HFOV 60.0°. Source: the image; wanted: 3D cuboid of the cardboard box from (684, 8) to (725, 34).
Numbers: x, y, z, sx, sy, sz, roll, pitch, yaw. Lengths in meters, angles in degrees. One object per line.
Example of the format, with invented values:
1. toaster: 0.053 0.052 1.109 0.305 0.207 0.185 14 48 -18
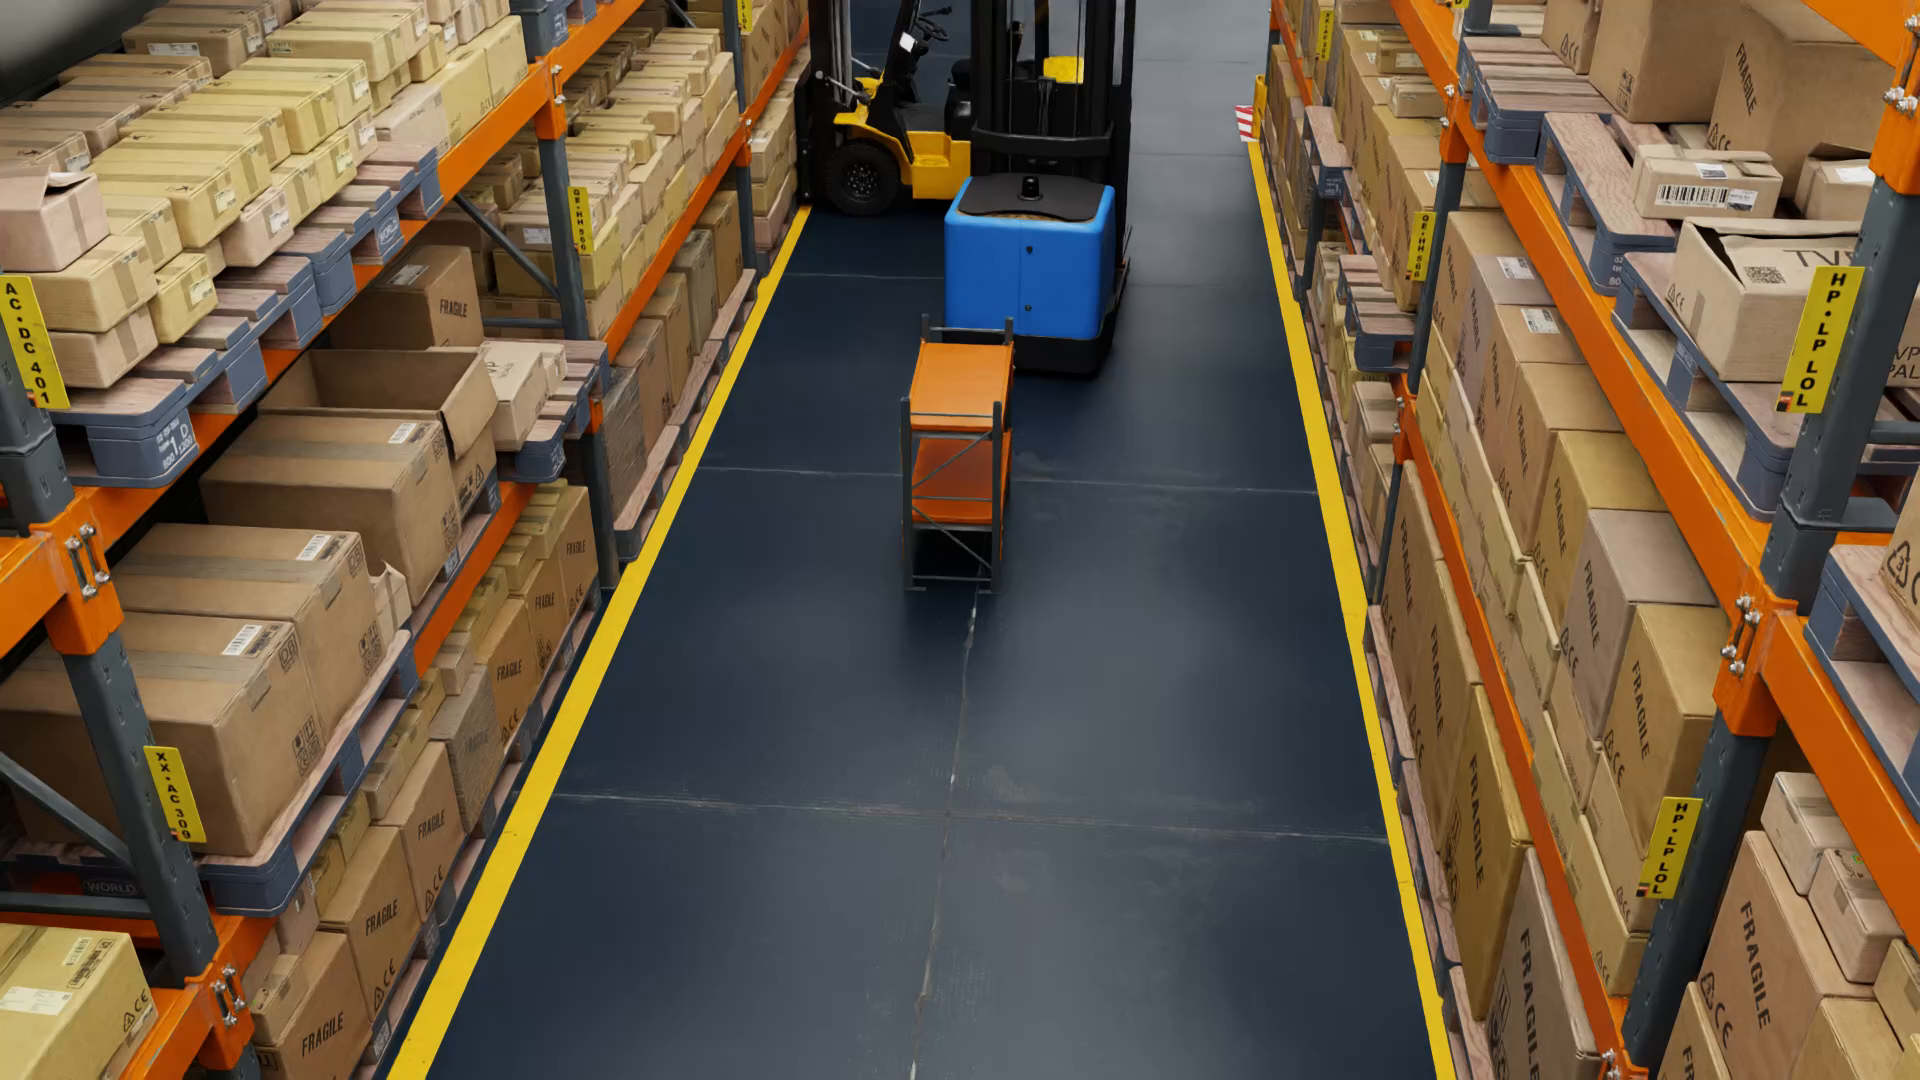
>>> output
1. cardboard box: -1.708 -3.624 11.559 0.380 0.149 0.250 2 32 3

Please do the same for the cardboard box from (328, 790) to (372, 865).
1. cardboard box: -2.389 1.039 6.069 0.380 0.149 0.250 2 32 3

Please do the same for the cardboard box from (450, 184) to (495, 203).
1. cardboard box: -2.587 -1.698 8.432 0.380 0.149 0.250 3 32 5

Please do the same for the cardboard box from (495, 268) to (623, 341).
1. cardboard box: -2.042 -1.216 8.508 0.500 0.250 0.500 3 32 4

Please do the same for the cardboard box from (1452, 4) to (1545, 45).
1. cardboard box: 2.454 -2.323 7.540 0.380 0.149 0.250 2 32 4

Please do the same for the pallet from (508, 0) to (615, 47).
1. pallet: -2.355 -2.614 7.953 1.213 0.211 1.003 4 32 6

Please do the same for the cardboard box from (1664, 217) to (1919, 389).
1. cardboard box: 2.163 -0.645 4.262 0.500 0.311 0.500 2 32 4

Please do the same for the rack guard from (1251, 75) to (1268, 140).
1. rack guard: 3.271 -3.928 15.147 1.175 0.500 0.348 2 32 4

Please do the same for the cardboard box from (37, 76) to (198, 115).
1. cardboard box: -2.583 -1.321 5.135 0.380 0.149 0.250 3 32 4

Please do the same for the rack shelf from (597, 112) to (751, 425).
1. rack shelf: -2.159 -1.798 9.994 1.077 0.370 4.000 2 32 4

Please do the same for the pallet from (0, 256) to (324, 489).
1. pallet: -2.524 -0.502 4.526 1.213 0.211 1.003 2 32 4

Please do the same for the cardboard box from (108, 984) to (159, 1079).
1. cardboard box: -2.421 1.317 4.493 0.380 0.149 0.250 3 32 5

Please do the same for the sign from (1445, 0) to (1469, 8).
1. sign: 2.085 -2.370 6.885 0.100 0.325 0.005 2 32 4

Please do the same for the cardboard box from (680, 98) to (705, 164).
1. cardboard box: -1.863 -2.495 10.106 0.500 0.250 0.500 3 32 5

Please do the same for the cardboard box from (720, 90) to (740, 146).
1. cardboard box: -1.776 -2.812 11.096 0.500 0.250 0.500 3 32 5

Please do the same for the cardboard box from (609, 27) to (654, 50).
1. cardboard box: -2.238 -3.294 11.023 0.380 0.149 0.250 2 32 3

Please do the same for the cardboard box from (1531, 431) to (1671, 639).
1. cardboard box: 2.182 -0.005 5.350 0.500 0.500 0.500 3 32 5

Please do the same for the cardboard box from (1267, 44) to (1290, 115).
1. cardboard box: 2.935 -3.937 14.285 0.500 0.500 0.500 1 32 2

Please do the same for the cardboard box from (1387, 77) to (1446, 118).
1. cardboard box: 2.478 -2.340 8.791 0.380 0.149 0.250 1 32 2

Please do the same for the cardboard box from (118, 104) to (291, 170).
1. cardboard box: -2.215 -1.168 4.887 0.380 0.149 0.250 3 32 5

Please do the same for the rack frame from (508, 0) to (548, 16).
1. rack frame: -2.322 -3.613 6.535 1.000 3.000 0.127 2 32 4

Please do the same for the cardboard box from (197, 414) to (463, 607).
1. cardboard box: -2.279 -0.113 6.079 0.700 0.500 0.500 2 32 4

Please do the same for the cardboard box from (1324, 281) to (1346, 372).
1. cardboard box: 2.856 -1.350 10.686 0.950 0.372 0.625 4 32 7

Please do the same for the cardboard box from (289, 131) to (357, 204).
1. cardboard box: -2.116 -1.164 5.165 0.380 0.149 0.250 3 32 5

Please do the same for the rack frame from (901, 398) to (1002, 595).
1. rack frame: -0.042 -0.210 8.518 0.500 1.125 0.032 2 32 4

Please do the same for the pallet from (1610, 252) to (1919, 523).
1. pallet: 2.326 -0.434 4.418 0.805 0.209 1.217 1 32 2

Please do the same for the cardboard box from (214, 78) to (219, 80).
1. cardboard box: -2.722 -1.597 5.886 0.380 0.149 0.250 2 32 3

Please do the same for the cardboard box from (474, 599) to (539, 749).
1. cardboard box: -2.233 0.592 7.413 0.500 0.500 0.500 4 32 6

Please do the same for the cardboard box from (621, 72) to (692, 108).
1. cardboard box: -1.851 -2.742 10.127 0.380 0.149 0.250 2 32 3

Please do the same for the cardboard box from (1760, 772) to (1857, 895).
1. cardboard box: 2.016 0.653 3.665 0.380 0.149 0.250 2 32 3

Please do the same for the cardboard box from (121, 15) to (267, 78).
1. cardboard box: -2.670 -1.722 5.806 0.380 0.149 0.250 2 32 4

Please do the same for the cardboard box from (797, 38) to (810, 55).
1. cardboard box: -1.433 -4.154 14.400 0.500 0.250 0.500 3 32 5

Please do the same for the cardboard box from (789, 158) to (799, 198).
1. cardboard box: -1.574 -2.933 13.370 0.500 0.250 0.500 3 32 5

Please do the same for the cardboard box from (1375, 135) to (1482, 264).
1. cardboard box: 2.417 -1.717 8.398 0.500 0.500 0.500 2 32 3

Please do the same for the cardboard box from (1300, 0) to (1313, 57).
1. cardboard box: 2.813 -3.893 12.330 0.500 0.500 0.500 3 32 5

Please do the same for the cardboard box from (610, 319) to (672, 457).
1. cardboard box: -2.212 -0.894 9.705 0.875 0.625 0.625 3 32 6

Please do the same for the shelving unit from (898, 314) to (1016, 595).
1. shelving unit: -0.001 -0.475 8.949 0.538 1.125 1.048 2 32 4

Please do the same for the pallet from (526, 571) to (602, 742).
1. pallet: -2.420 0.517 8.209 1.003 0.211 1.213 2 32 4

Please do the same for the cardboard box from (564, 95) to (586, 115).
1. cardboard box: -2.409 -2.499 9.733 0.380 0.149 0.250 3 32 4

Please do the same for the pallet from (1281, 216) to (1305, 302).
1. pallet: 2.971 -2.106 12.466 1.003 0.211 1.213 2 32 4

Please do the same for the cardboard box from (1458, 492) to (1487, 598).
1. cardboard box: 2.263 0.004 6.528 0.500 0.250 0.500 3 32 6

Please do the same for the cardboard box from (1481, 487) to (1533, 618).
1. cardboard box: 2.188 0.052 5.973 0.500 0.250 0.500 3 32 5

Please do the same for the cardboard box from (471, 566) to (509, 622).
1. cardboard box: -2.233 0.236 7.373 0.380 0.149 0.250 3 32 5

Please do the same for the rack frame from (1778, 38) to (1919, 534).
1. rack frame: 2.300 -1.311 2.800 1.000 3.000 0.127 2 32 4

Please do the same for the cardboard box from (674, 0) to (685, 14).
1. cardboard box: -2.210 -3.918 12.036 0.380 0.149 0.250 3 32 5

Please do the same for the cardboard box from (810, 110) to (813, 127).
1. cardboard box: -1.471 -3.662 14.078 0.500 0.250 0.500 2 32 3

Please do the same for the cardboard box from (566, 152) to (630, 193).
1. cardboard box: -1.978 -1.944 8.831 0.380 0.149 0.250 3 32 5

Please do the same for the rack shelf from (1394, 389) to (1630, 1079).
1. rack shelf: 2.463 0.503 6.260 1.077 0.370 4.000 2 32 4

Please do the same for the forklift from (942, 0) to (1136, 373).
1. forklift: 0.658 -3.100 11.486 1.130 2.935 3.031 6 32 9

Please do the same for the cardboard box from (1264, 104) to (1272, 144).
1. cardboard box: 2.936 -3.630 14.502 0.500 0.250 0.500 2 32 4

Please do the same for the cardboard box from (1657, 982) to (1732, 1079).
1. cardboard box: 2.001 1.435 3.968 0.500 0.500 0.500 3 32 6

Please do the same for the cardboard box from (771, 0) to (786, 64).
1. cardboard box: -1.634 -3.952 12.708 0.500 0.500 0.500 2 32 3

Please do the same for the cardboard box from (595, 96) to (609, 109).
1. cardboard box: -2.397 -2.515 10.138 0.500 0.250 0.500 2 32 3

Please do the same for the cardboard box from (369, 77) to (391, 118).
1. cardboard box: -2.241 -1.574 5.849 0.380 0.149 0.250 3 32 5

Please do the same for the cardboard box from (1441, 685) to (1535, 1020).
1. cardboard box: 2.337 1.168 6.120 0.875 0.875 0.875 3 32 5

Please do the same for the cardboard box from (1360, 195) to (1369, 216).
1. cardboard box: 2.465 -1.915 9.338 0.380 0.149 0.250 1 32 2
